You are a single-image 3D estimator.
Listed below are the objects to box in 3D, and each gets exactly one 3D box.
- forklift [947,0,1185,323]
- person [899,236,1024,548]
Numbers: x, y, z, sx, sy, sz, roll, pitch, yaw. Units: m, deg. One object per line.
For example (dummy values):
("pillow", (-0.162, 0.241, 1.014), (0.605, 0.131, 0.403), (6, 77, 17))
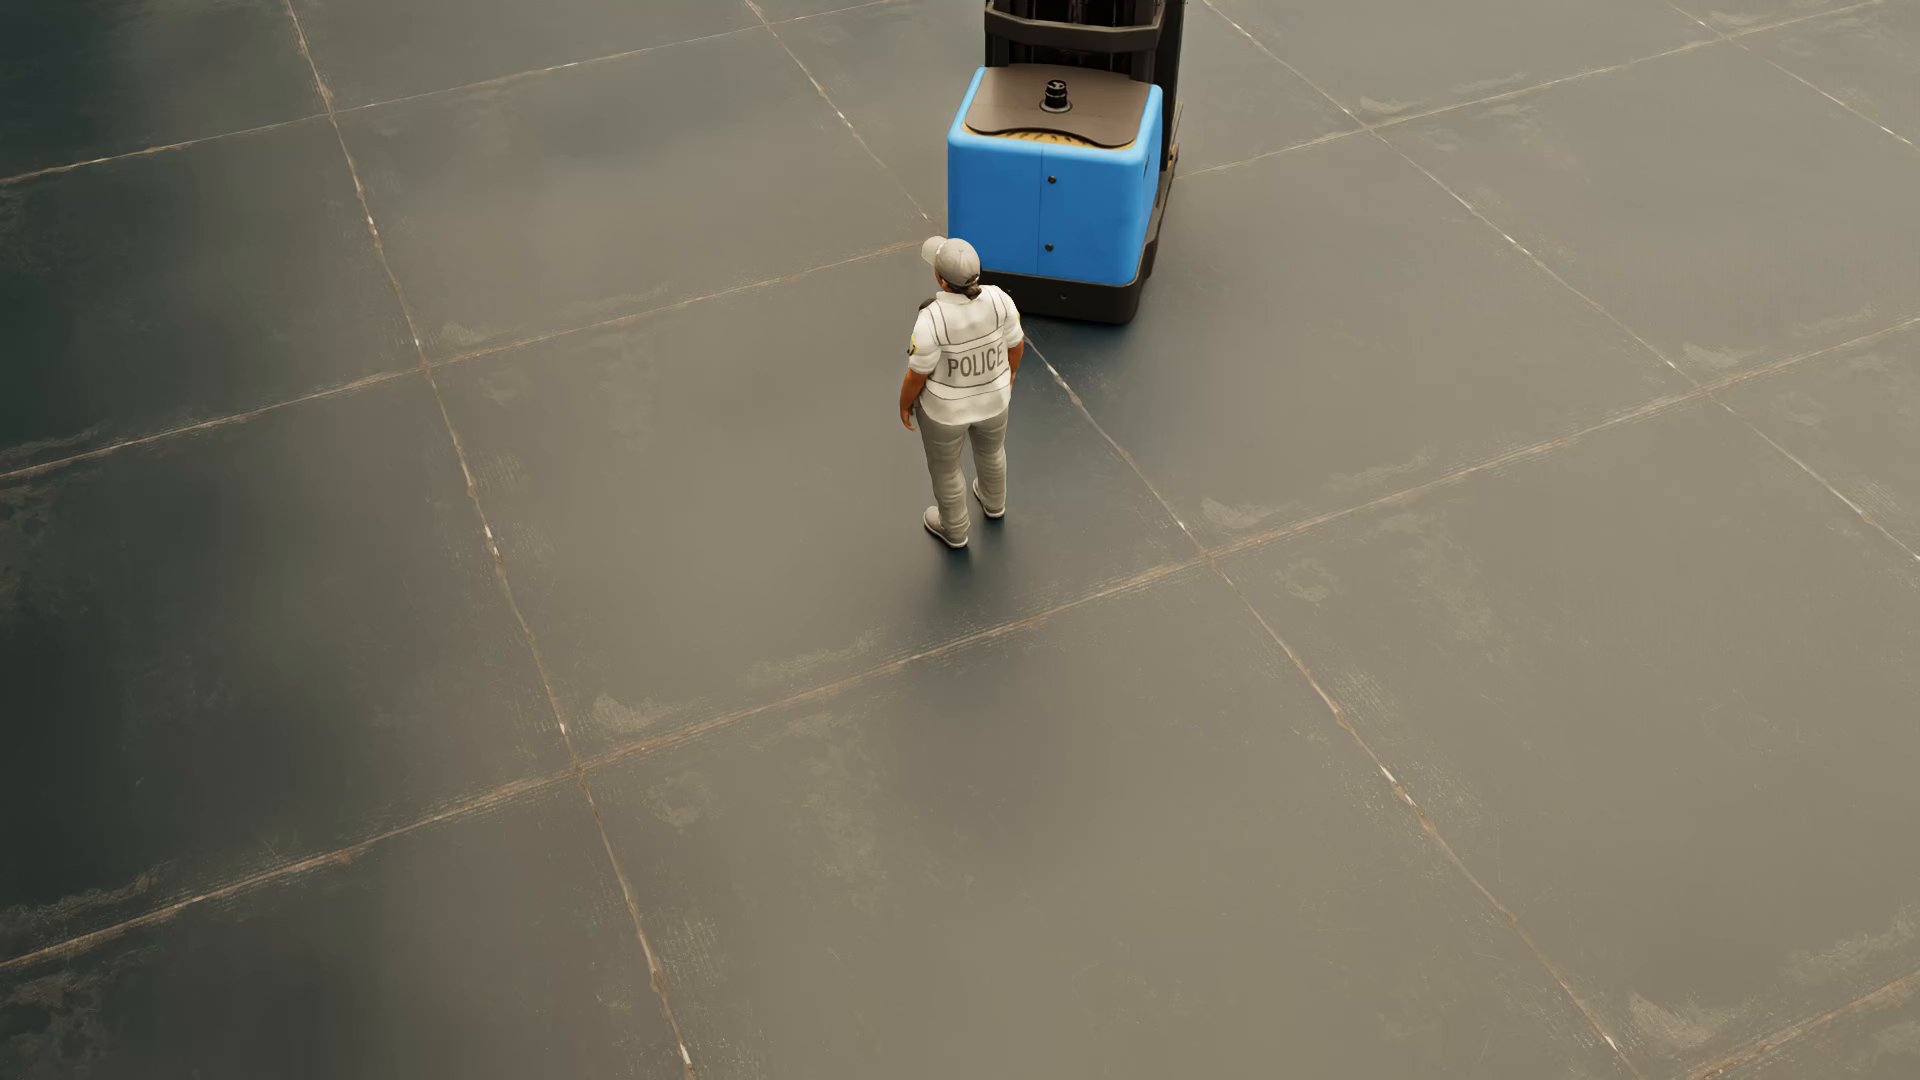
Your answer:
("forklift", (0.735, -3.258, 9.172), (1.130, 2.935, 3.031), (8, 44, 9))
("person", (-0.012, -0.669, 7.312), (0.599, 1.670, 0.529), (-18, 46, -18))
